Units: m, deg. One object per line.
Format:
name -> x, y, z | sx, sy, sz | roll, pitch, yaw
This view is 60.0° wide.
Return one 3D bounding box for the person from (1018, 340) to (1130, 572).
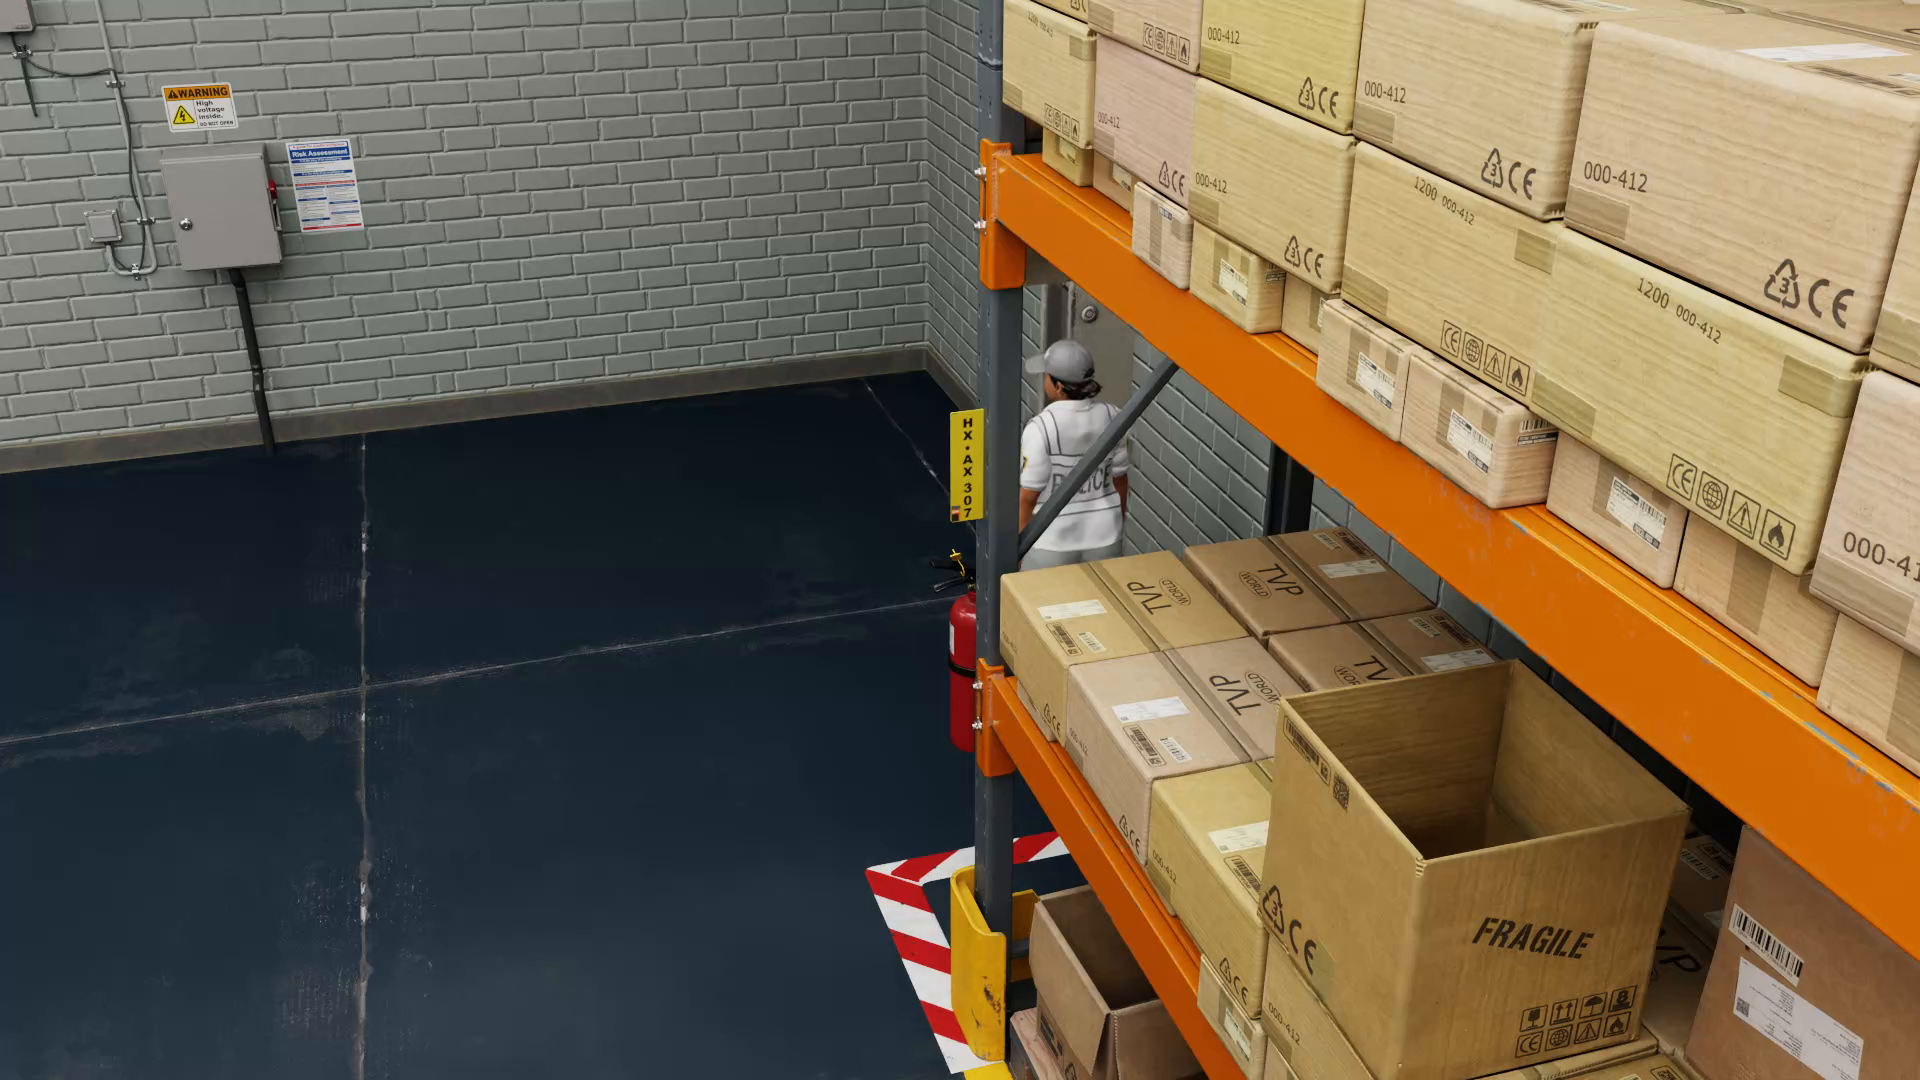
person -> 0.382, 0.010, 6.560 | 0.600, 1.649, 0.593 | -10, 28, -18
